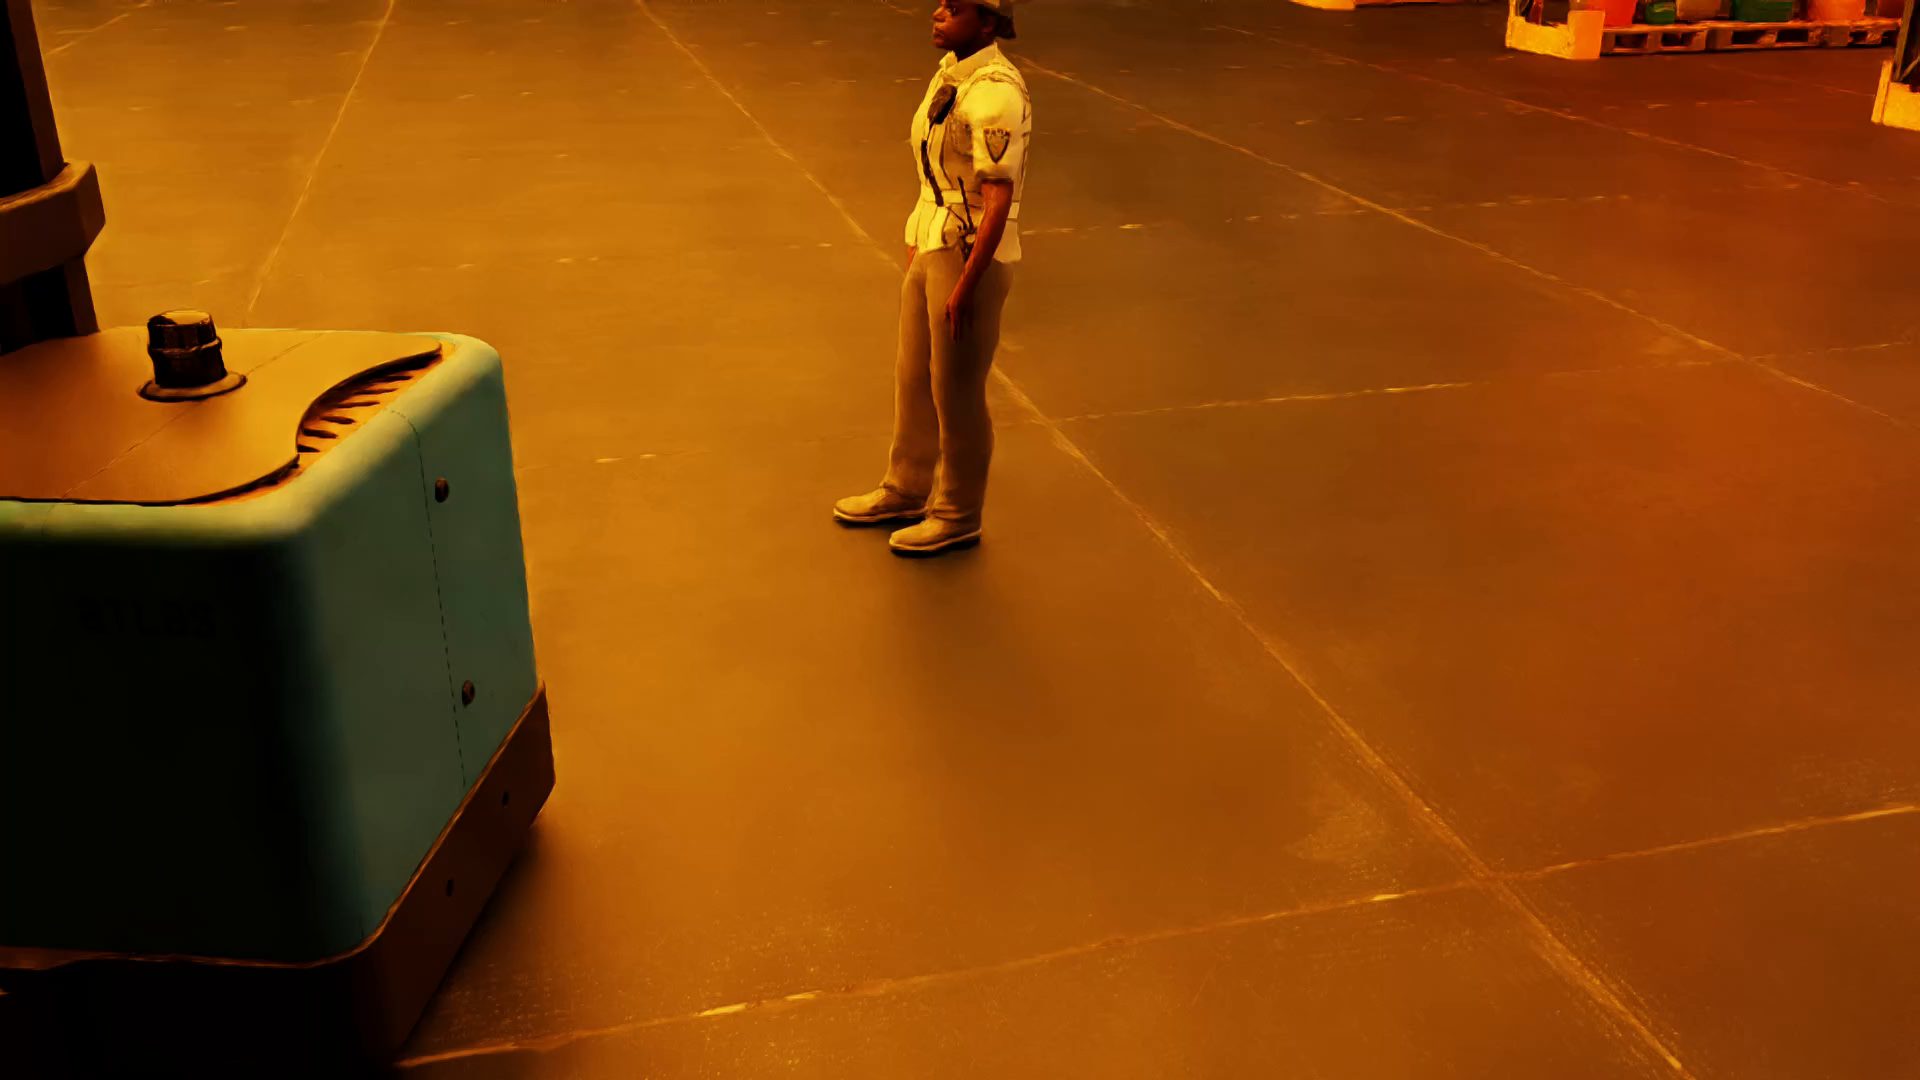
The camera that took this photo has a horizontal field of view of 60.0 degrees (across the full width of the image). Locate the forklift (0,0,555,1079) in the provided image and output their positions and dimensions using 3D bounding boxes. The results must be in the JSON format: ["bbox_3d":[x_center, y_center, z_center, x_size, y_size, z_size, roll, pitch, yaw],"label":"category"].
[{"bbox_3d":[-2.427,-0.632,2.795,3.031,2.935,1.130,2,23,4],"label":"forklift"}]

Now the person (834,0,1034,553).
[{"bbox_3d":[-0.077,-0.787,4.717,0.529,1.695,0.570,-6,24,-14],"label":"person"}]
